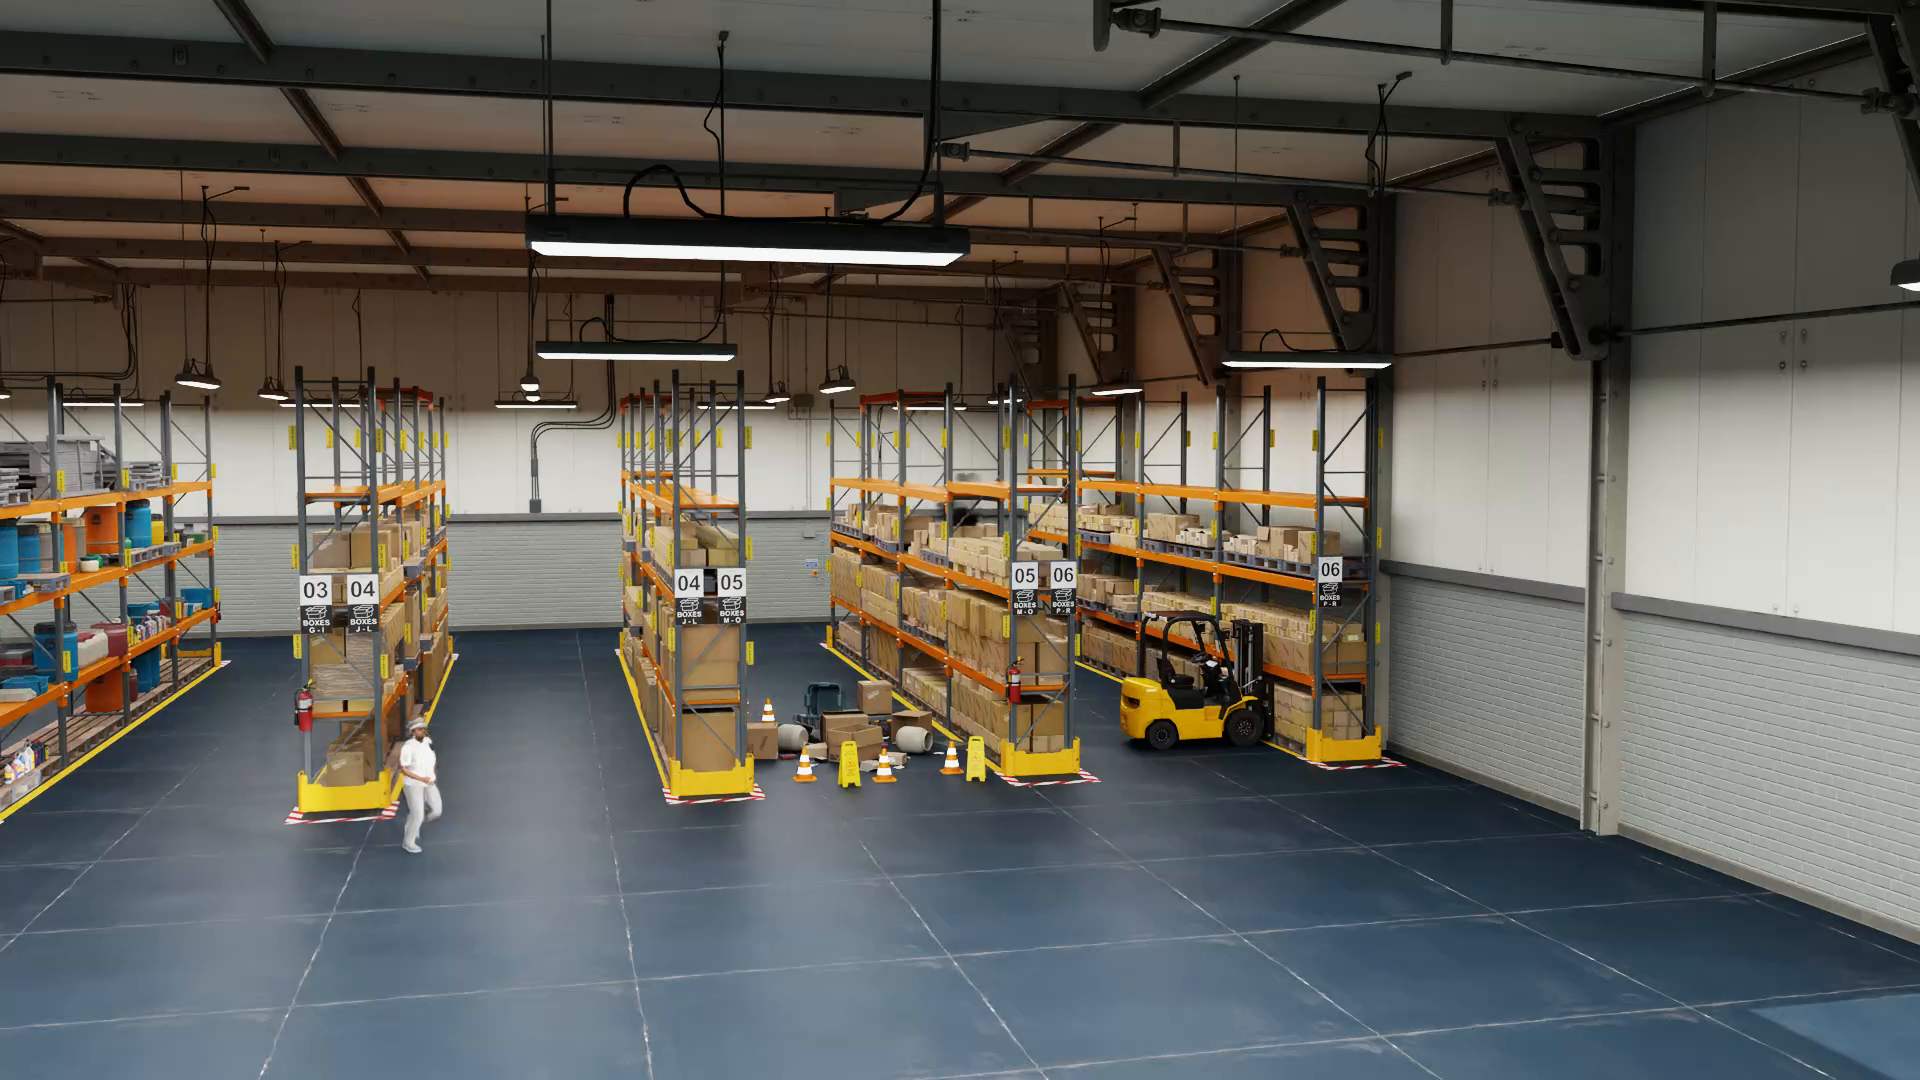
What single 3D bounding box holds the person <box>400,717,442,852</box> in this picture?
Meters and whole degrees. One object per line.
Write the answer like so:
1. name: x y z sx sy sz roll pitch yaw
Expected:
1. person: -6.552 2.970 20.278 0.616 1.659 0.602 2 4 31
